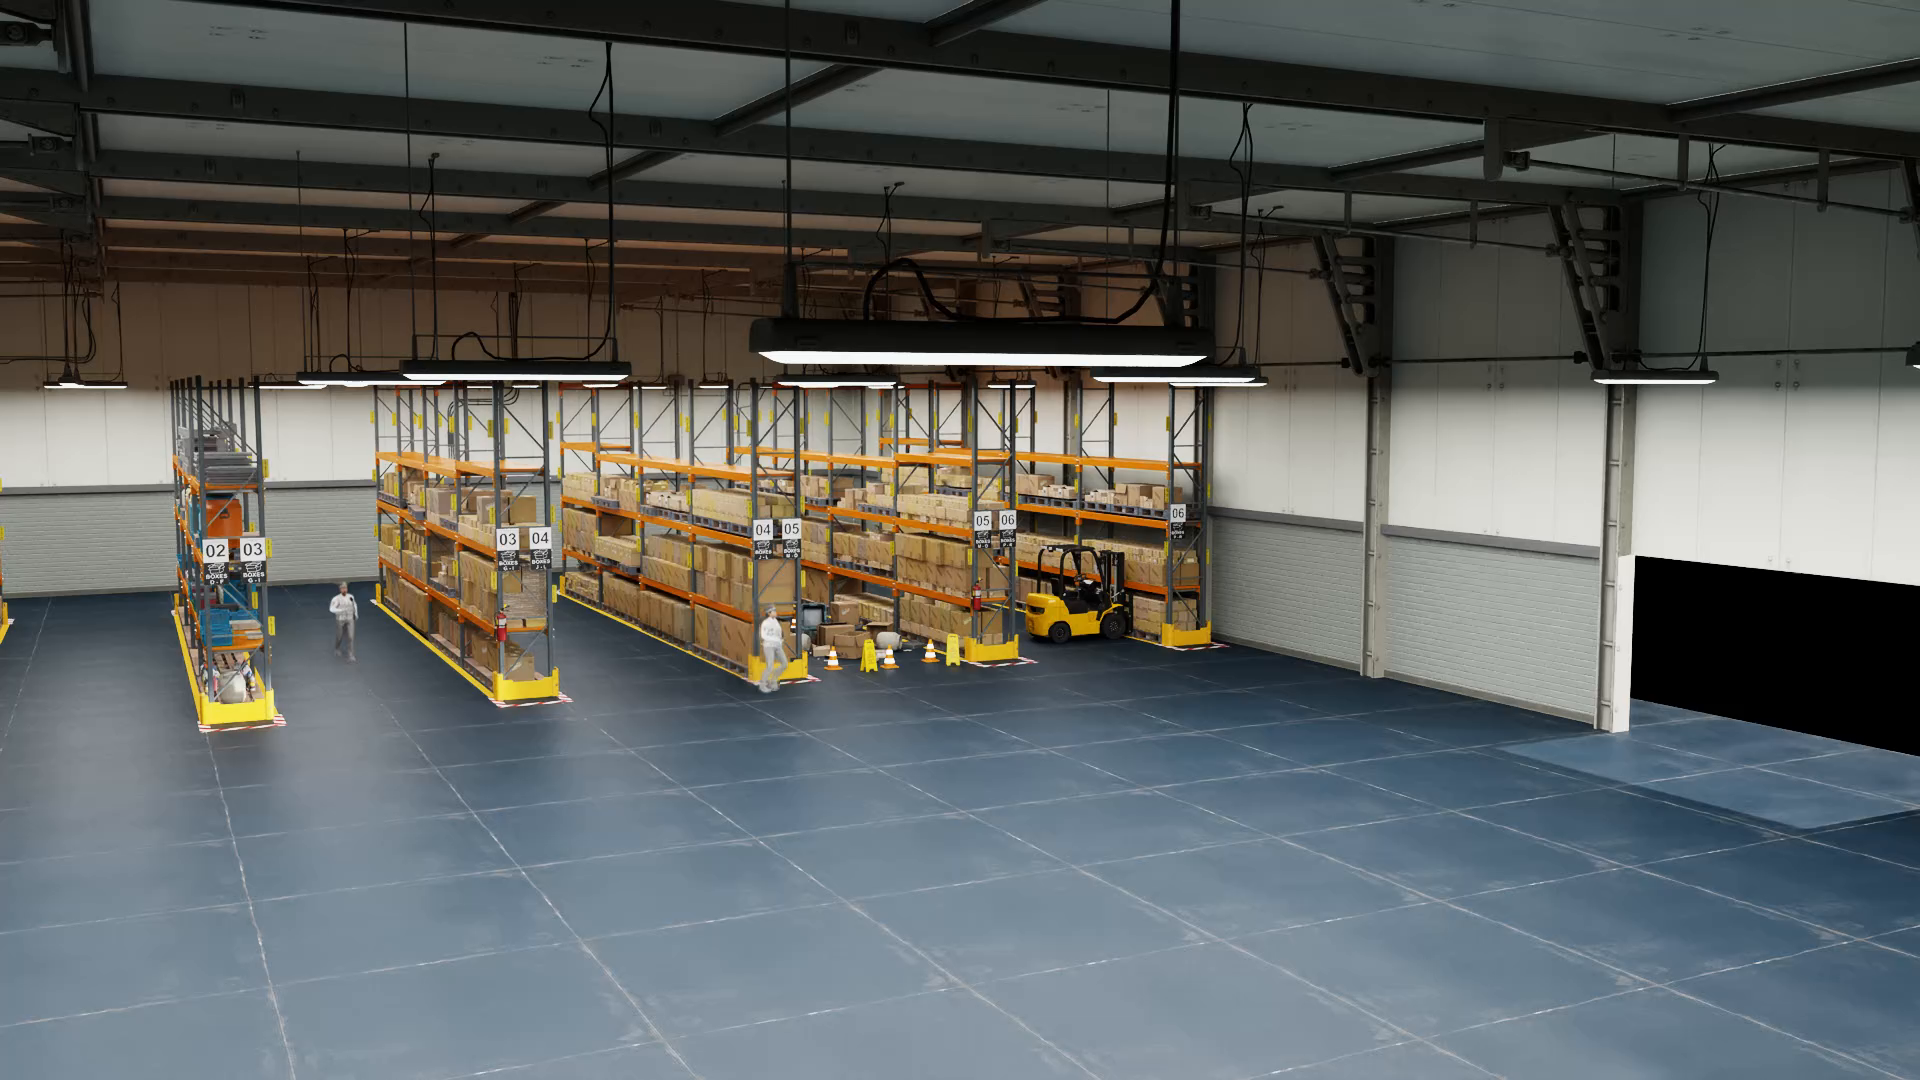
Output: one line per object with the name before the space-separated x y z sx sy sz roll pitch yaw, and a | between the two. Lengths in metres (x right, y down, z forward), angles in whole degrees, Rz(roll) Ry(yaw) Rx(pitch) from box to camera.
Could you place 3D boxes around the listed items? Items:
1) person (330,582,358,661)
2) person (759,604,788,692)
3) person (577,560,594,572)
person | -13.111 1.714 35.439 0.615 1.674 0.928 -4 6 -35
person | -3.554 2.059 31.759 0.544 1.685 0.631 3 6 28
person | -11.023 0.562 48.919 0.849 1.616 0.642 1 5 12
